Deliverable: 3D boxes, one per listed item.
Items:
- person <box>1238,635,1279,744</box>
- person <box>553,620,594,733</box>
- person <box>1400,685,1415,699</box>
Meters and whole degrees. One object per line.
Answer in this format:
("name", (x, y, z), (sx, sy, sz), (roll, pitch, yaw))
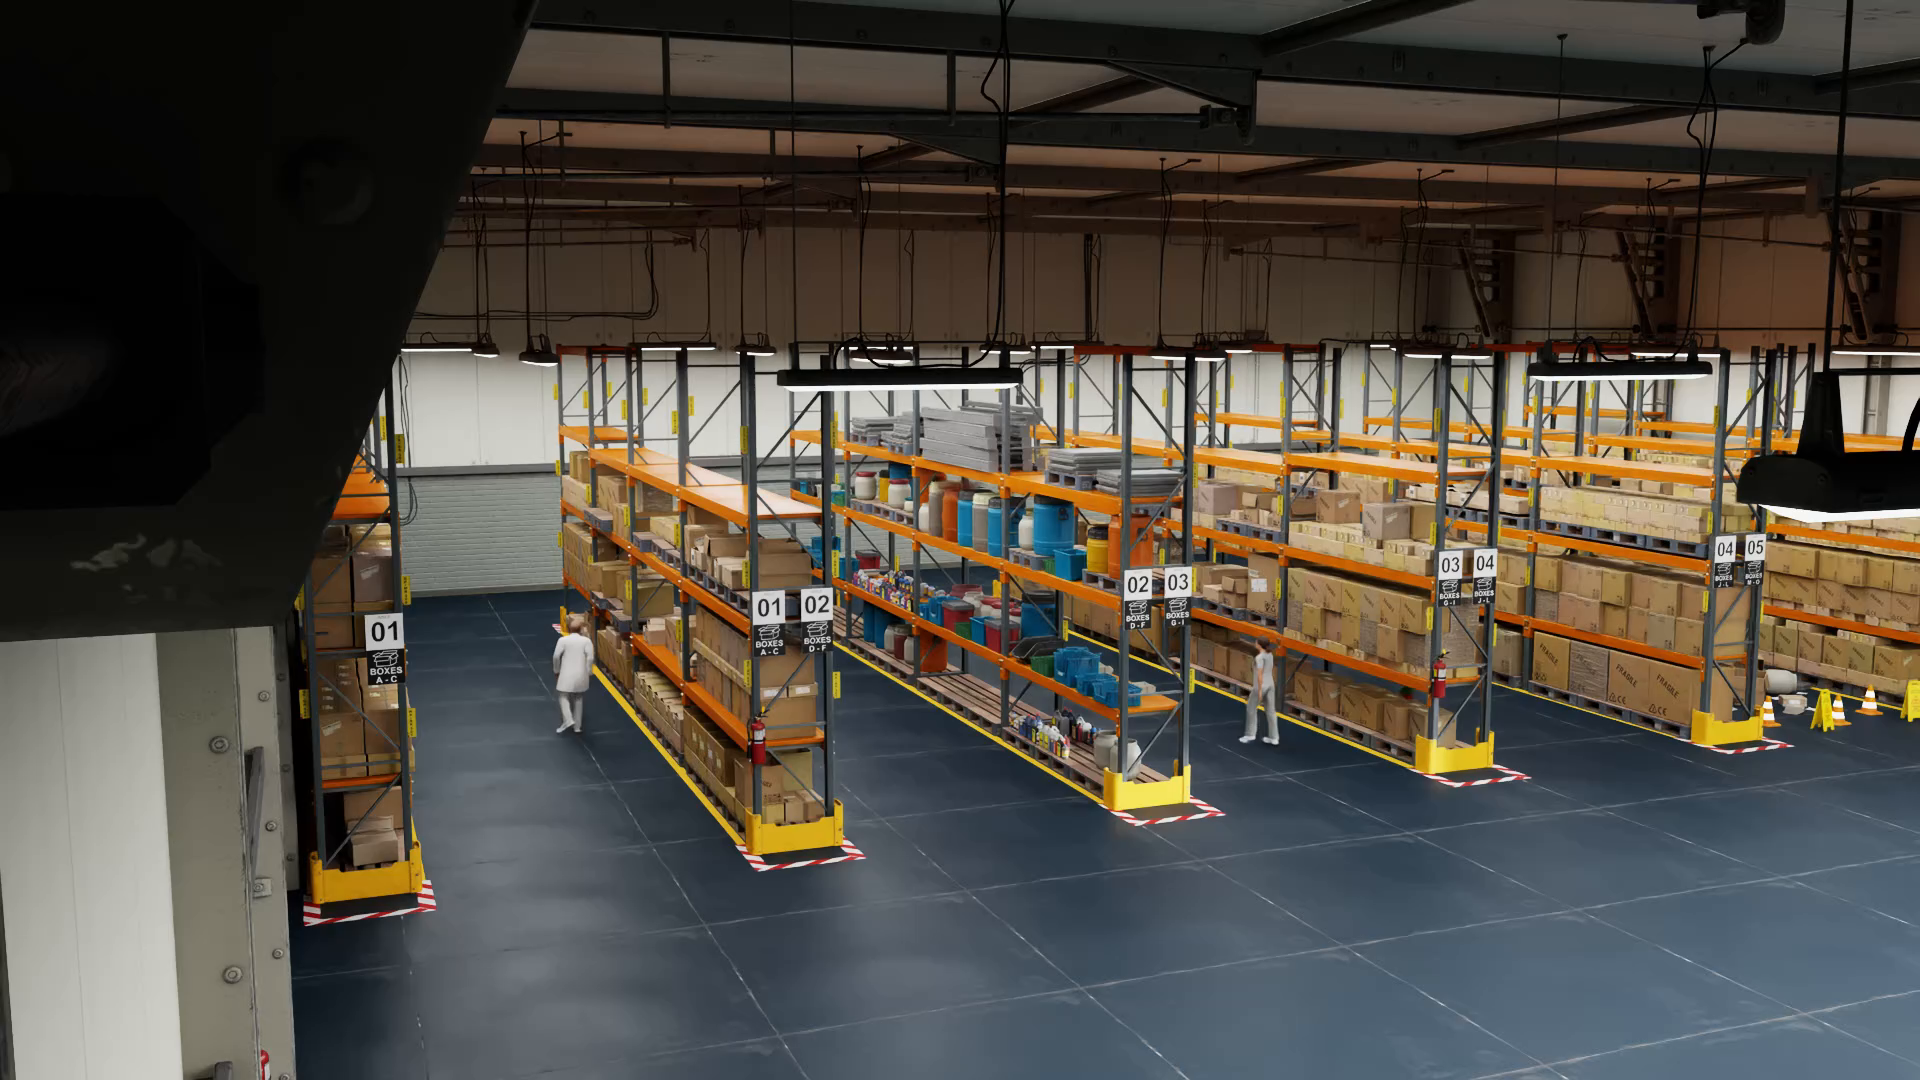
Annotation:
("person", (4.651, 2.300, 25.465), (0.454, 1.697, 0.683), (-5, 9, -35))
("person", (-6.043, 2.158, 26.085), (0.631, 1.752, 0.703), (-2, 8, -18))
("person", (7.394, 1.974, 27.534), (0.604, 1.756, 0.738), (-1, 7, -10))
